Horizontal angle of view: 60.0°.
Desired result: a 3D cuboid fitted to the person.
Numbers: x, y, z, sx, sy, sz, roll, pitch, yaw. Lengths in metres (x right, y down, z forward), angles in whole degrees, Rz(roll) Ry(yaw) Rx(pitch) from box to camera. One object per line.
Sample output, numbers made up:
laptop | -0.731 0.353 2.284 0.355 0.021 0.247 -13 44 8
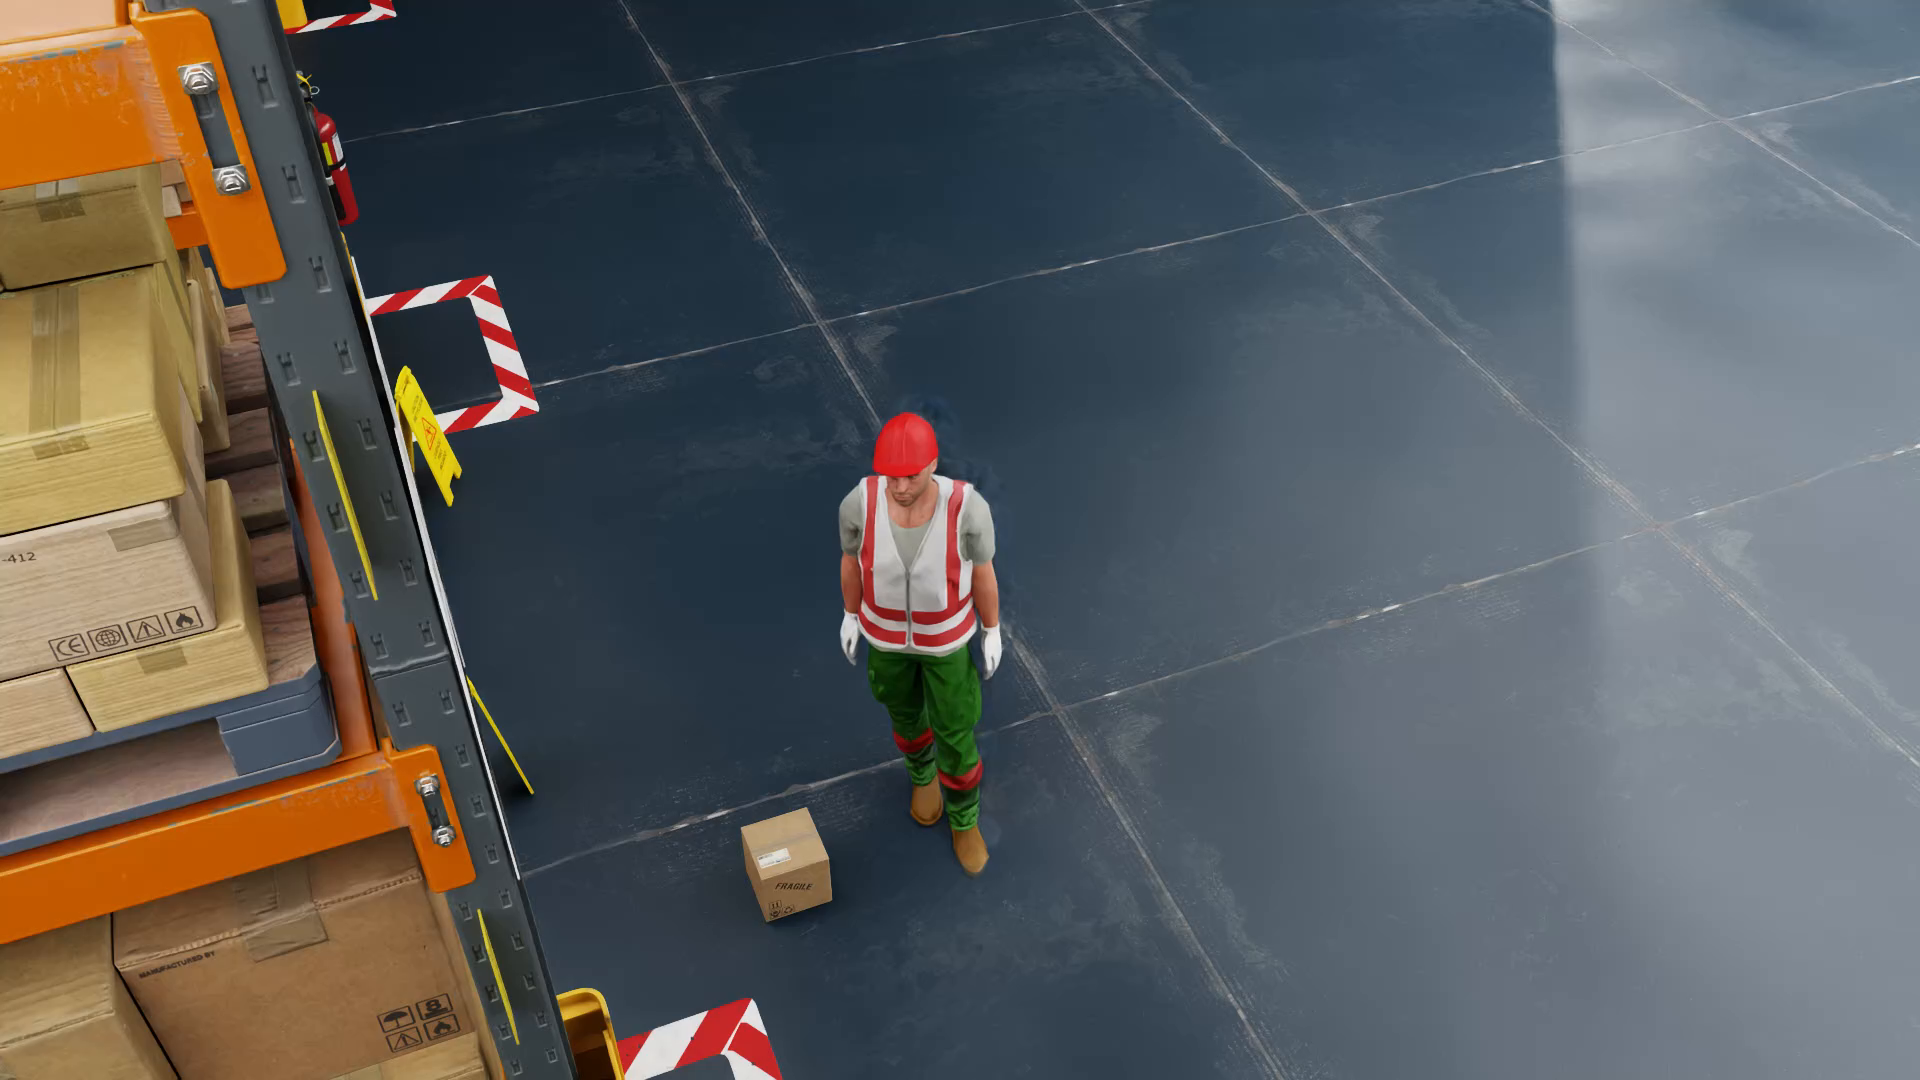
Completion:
person | -0.150 0.383 5.717 0.578 1.821 0.515 5 42 6
